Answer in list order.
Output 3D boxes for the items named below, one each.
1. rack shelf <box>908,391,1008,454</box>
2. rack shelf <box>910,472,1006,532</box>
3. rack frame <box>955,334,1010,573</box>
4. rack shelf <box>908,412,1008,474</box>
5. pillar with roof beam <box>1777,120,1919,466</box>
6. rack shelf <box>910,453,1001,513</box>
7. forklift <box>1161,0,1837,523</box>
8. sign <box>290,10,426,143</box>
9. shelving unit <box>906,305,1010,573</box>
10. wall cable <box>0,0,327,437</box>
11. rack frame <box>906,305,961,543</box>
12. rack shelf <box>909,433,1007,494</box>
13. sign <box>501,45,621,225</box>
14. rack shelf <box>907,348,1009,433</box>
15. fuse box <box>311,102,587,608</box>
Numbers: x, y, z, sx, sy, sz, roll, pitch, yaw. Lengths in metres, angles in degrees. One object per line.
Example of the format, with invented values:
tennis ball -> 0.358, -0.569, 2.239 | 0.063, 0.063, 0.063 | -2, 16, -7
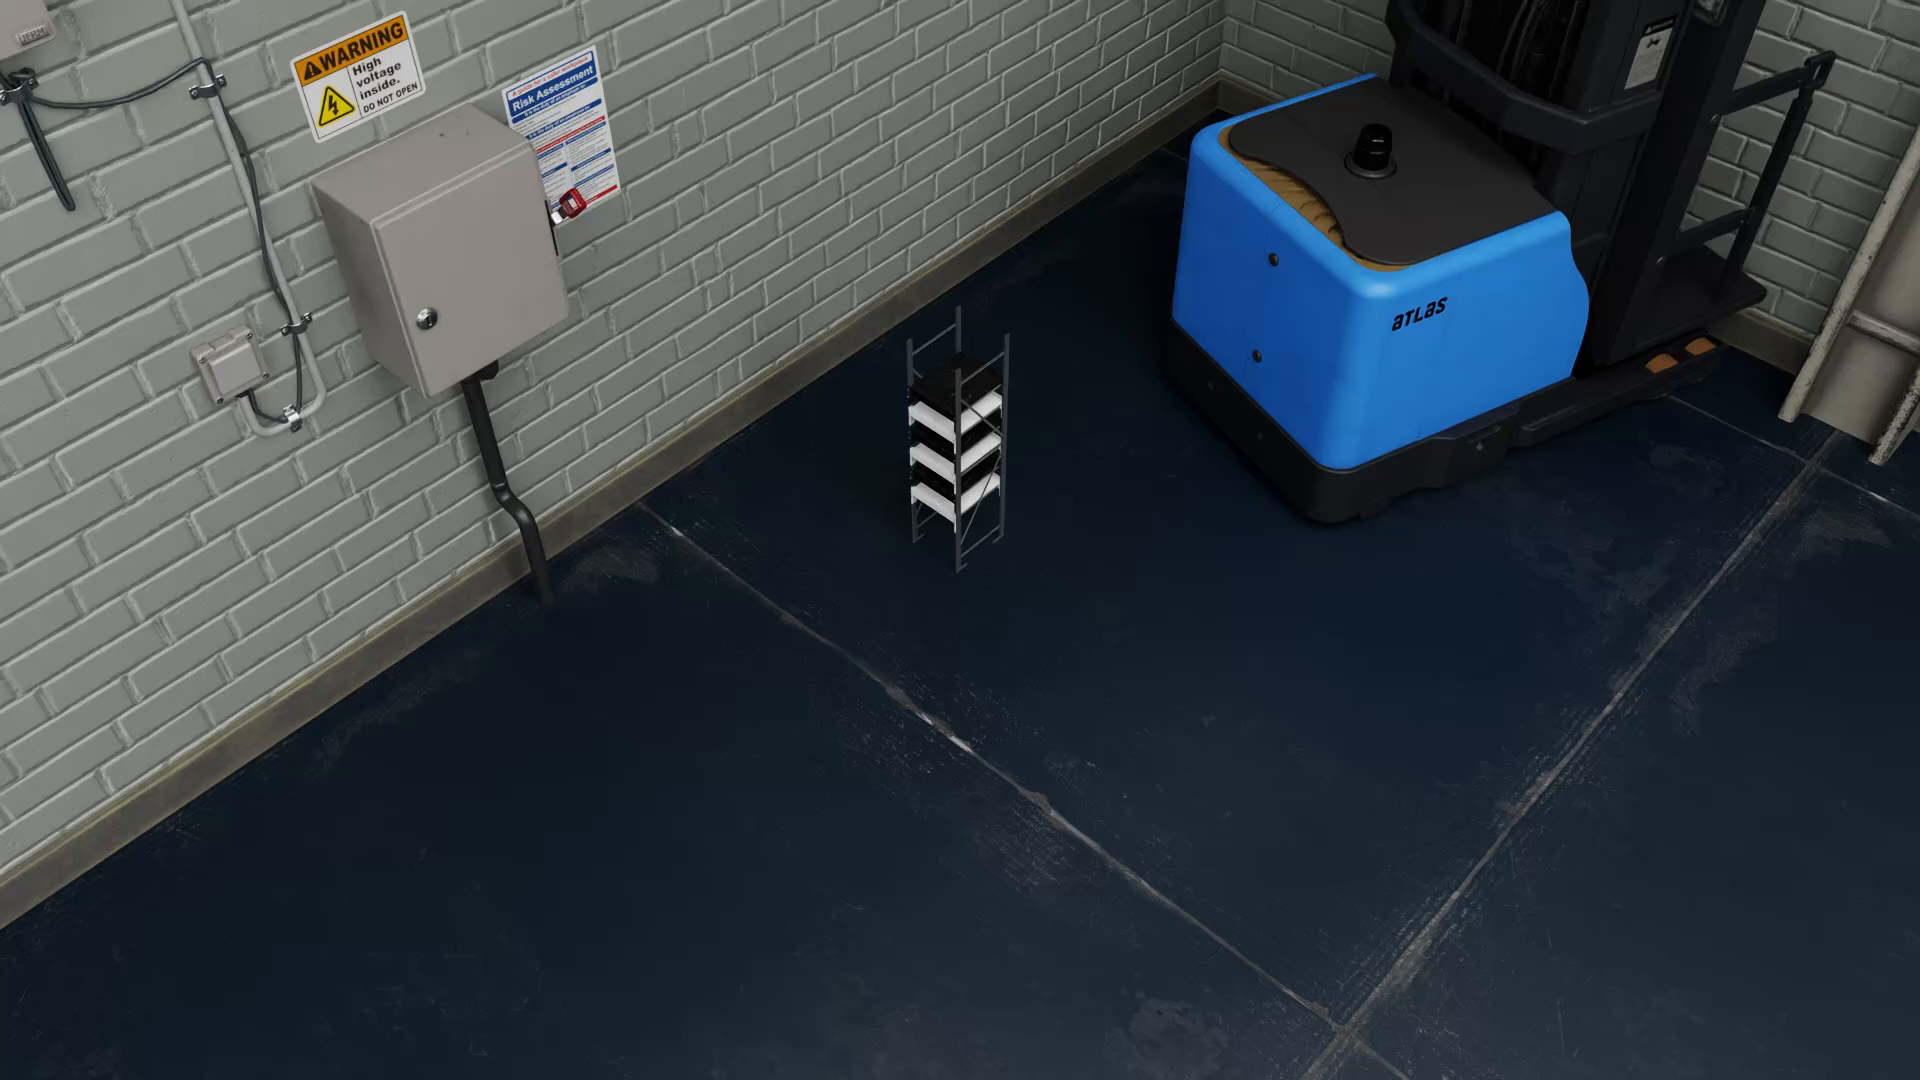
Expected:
rack shelf -> -0.006, -0.412, 5.319 | 0.200, 0.077, 0.258 | 34, 55, 28
rack shelf -> -0.006, -0.166, 5.581 | 0.200, 0.077, 0.258 | 34, 55, 28
rack frame -> 0.069, -0.262, 5.379 | 0.006, 0.900, 0.240 | 34, 55, 28
rack shelf -> -0.006, -0.351, 5.384 | 0.200, 0.077, 0.258 | 34, 55, 28
pillar with roof beam -> 0.365, -1.219, 0.722 | 0.400, 9.000, 9.100 | 34, 55, 28
rack shelf -> -0.006, -0.228, 5.516 | 0.200, 0.077, 0.258 | 34, 55, 28
forklift -> 2.303, -1.852, 5.479 | 3.031, 2.935, 1.130 | -22, 51, -19
sign -> -1.526, -1.179, 4.233 | 0.001, 0.242, 0.339 | 34, 55, 28
shelving unit -> -0.006, -0.312, 5.426 | 0.210, 0.900, 0.258 | 34, 55, 28
wall cable -> -1.915, -0.883, 3.825 | 0.122, 1.984, 0.588 | 34, 55, 28
rack frame -> -0.081, -0.362, 5.473 | 0.006, 0.900, 0.240 | 34, 55, 28
rack shelf -> -0.006, -0.289, 5.450 | 0.200, 0.077, 0.258 | 34, 55, 28
sign -> -1.154, -1.158, 4.845 | 0.001, 0.494, 0.329 | 34, 55, 28
rack shelf -> -0.006, -0.474, 5.253 | 0.200, 0.077, 0.258 | 34, 55, 28
fuse box -> -1.336, -0.382, 4.935 | 0.414, 1.711, 0.539 | 34, 55, 28
